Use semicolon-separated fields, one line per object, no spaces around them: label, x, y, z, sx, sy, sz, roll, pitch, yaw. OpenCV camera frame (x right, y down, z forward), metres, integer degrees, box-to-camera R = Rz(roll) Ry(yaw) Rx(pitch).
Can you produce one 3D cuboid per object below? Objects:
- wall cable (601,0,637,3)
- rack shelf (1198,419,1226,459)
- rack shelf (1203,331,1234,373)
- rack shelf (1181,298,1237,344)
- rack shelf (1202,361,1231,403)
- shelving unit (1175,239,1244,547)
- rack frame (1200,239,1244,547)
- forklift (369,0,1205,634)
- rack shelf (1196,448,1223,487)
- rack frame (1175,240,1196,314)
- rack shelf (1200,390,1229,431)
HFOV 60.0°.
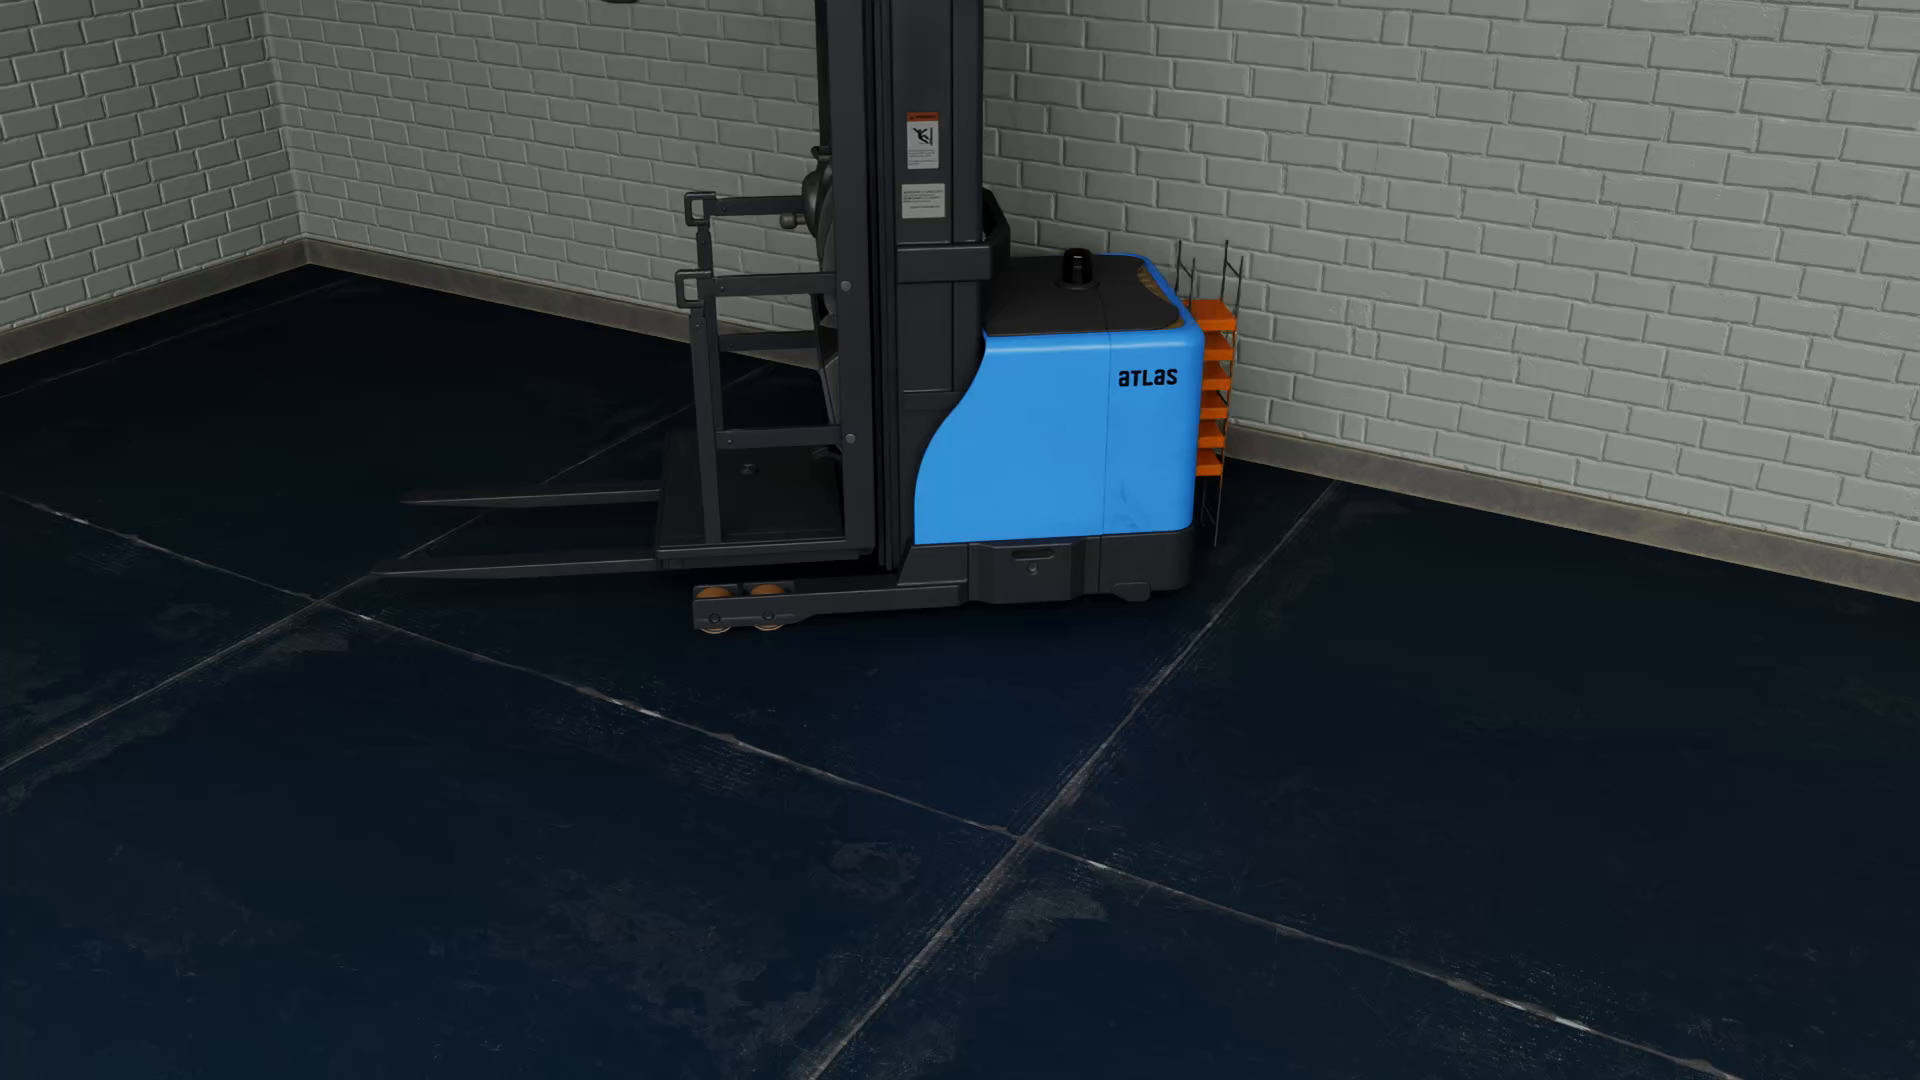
wall cable;-2.713;-3.989;8.135;3.097;2.526;0.112;14;30;26
rack shelf;0.931;-0.413;6.598;0.180;0.103;0.258;-2;27;-7
rack shelf;0.937;-0.735;6.438;0.180;0.103;0.258;-2;27;-7
rack shelf;0.940;-0.843;6.384;0.180;0.103;0.258;-2;27;-7
rack shelf;0.935;-0.628;6.491;0.180;0.103;0.258;-2;27;-7
shelving unit;0.934;-0.560;6.525;0.189;1.200;0.258;-2;27;-7
rack frame;1.024;-0.564;6.535;0.006;1.200;0.240;-2;27;-7
forklift;-0.673;-1.219;5.911;3.031;2.935;1.130;-3;27;-6
rack shelf;0.928;-0.306;6.652;0.180;0.103;0.258;-2;27;-7
rack frame;0.843;-0.557;6.514;0.006;1.200;0.240;-2;27;-7
rack shelf;0.933;-0.520;6.545;0.180;0.103;0.258;-2;27;-7
